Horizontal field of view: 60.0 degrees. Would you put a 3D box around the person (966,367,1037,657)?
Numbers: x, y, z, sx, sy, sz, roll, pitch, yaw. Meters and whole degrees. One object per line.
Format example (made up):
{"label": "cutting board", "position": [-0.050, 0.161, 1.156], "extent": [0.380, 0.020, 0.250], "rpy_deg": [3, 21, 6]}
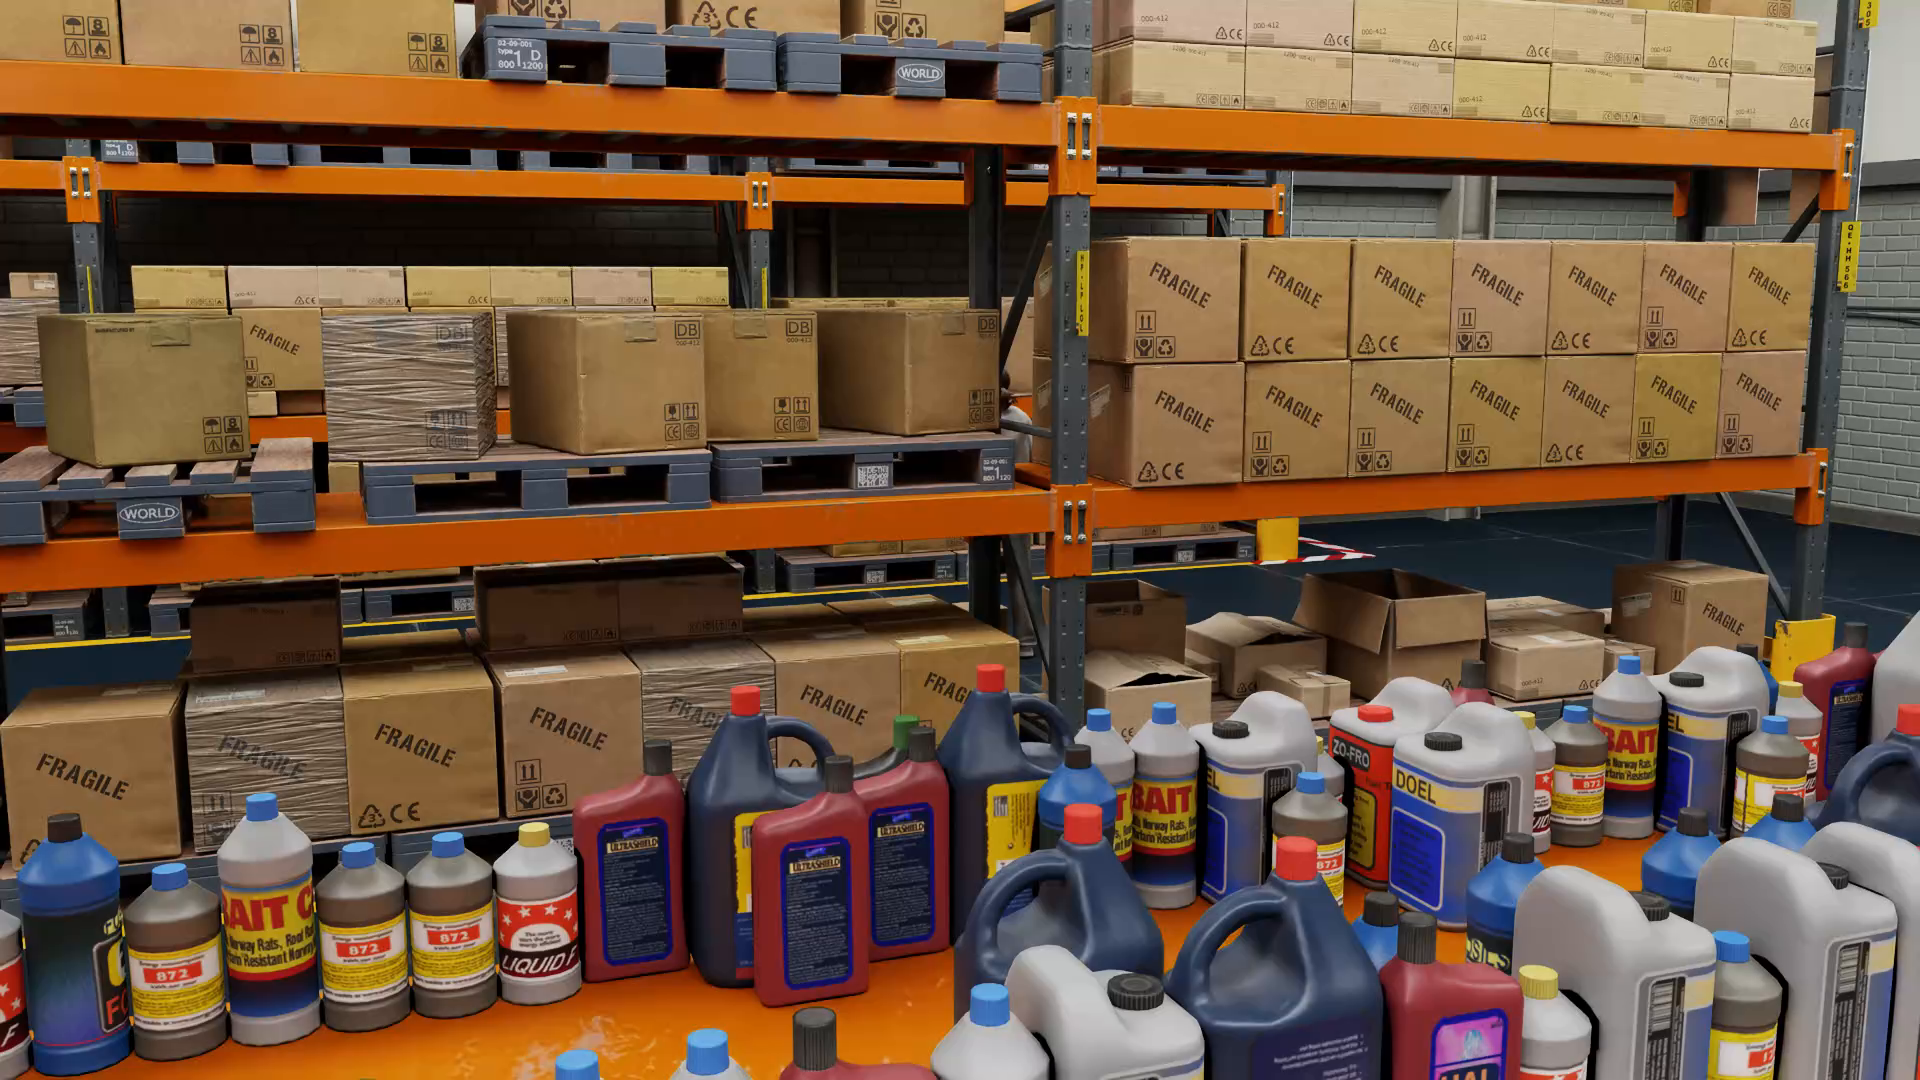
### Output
{"label": "person", "position": [0.219, -0.162, 9.392], "extent": [0.485, 1.672, 0.360], "rpy_deg": [-3, 10, -21]}
